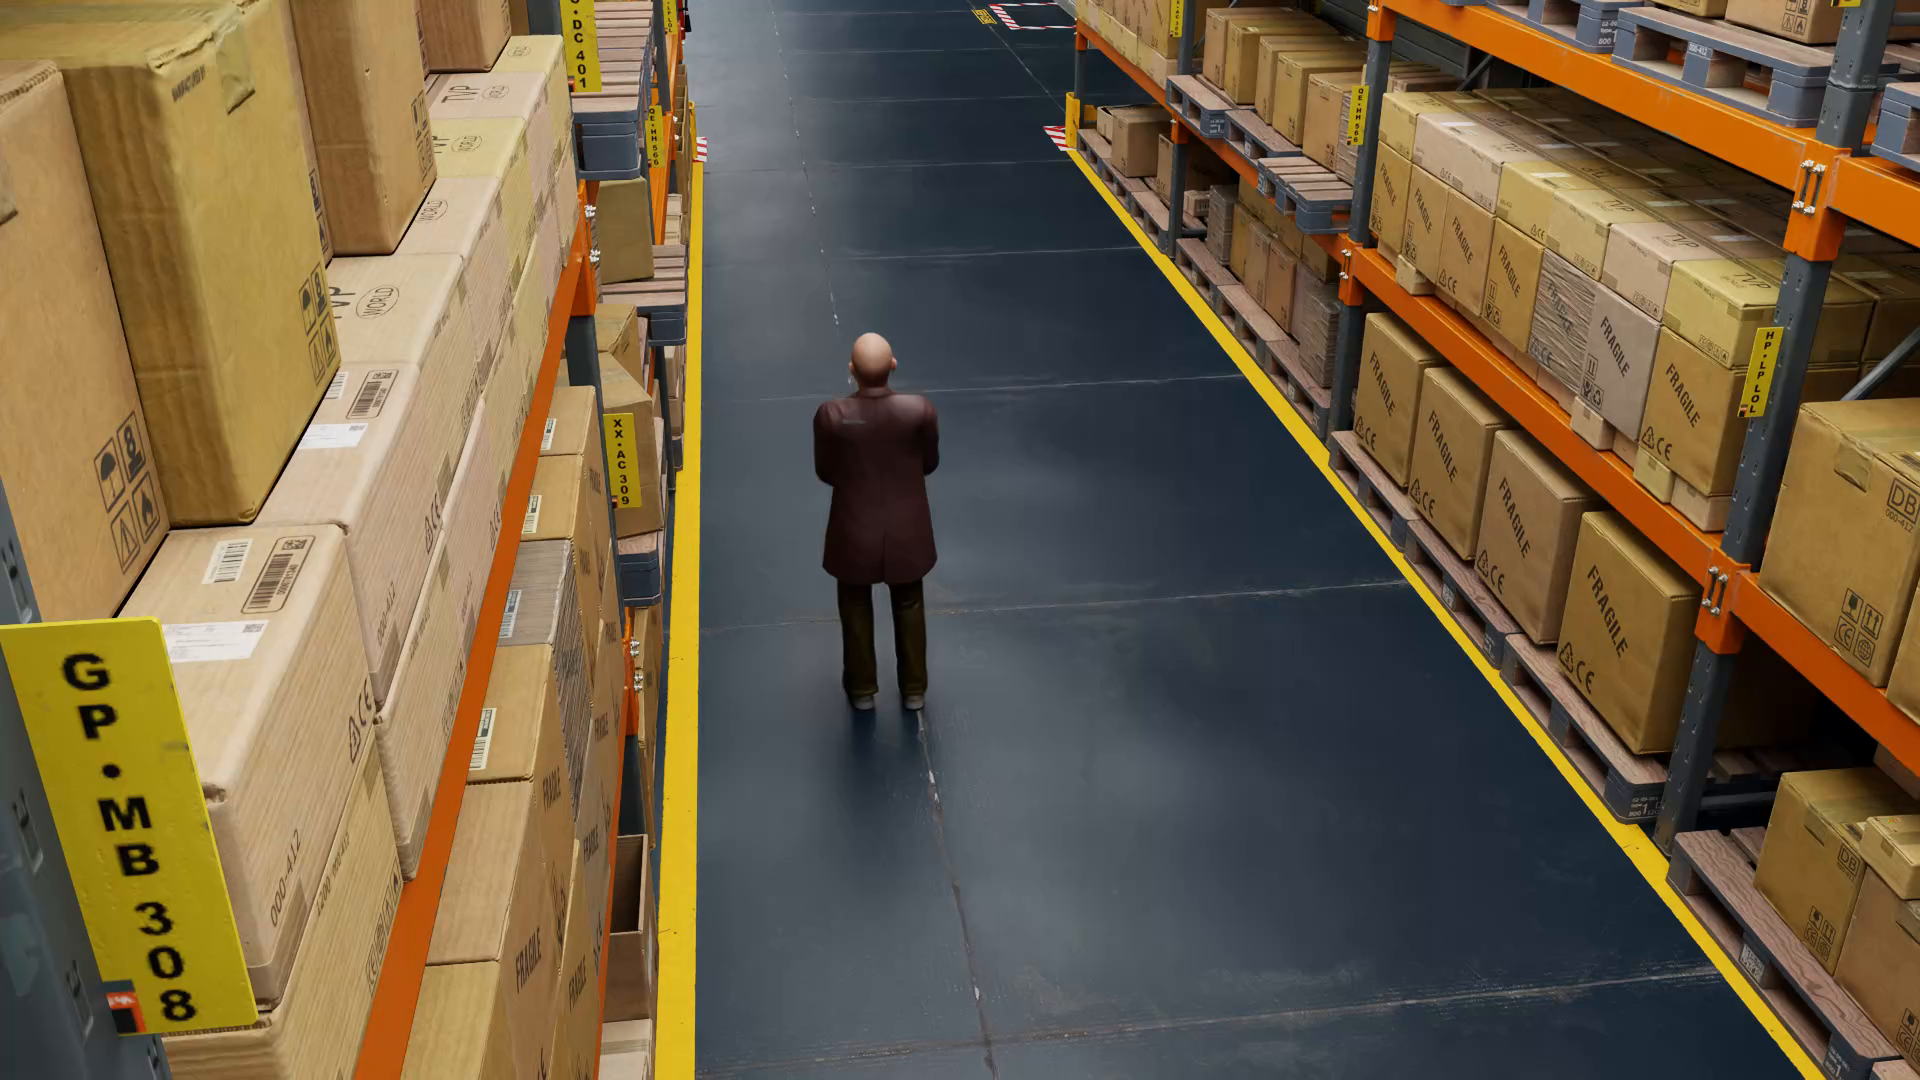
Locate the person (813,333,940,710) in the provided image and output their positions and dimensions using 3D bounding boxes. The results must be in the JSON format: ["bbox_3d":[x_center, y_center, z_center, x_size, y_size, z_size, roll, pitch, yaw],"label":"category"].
[{"bbox_3d":[-0.370,-0.024,7.396,0.542,1.581,0.541,-4,27,-7],"label":"person"}]
